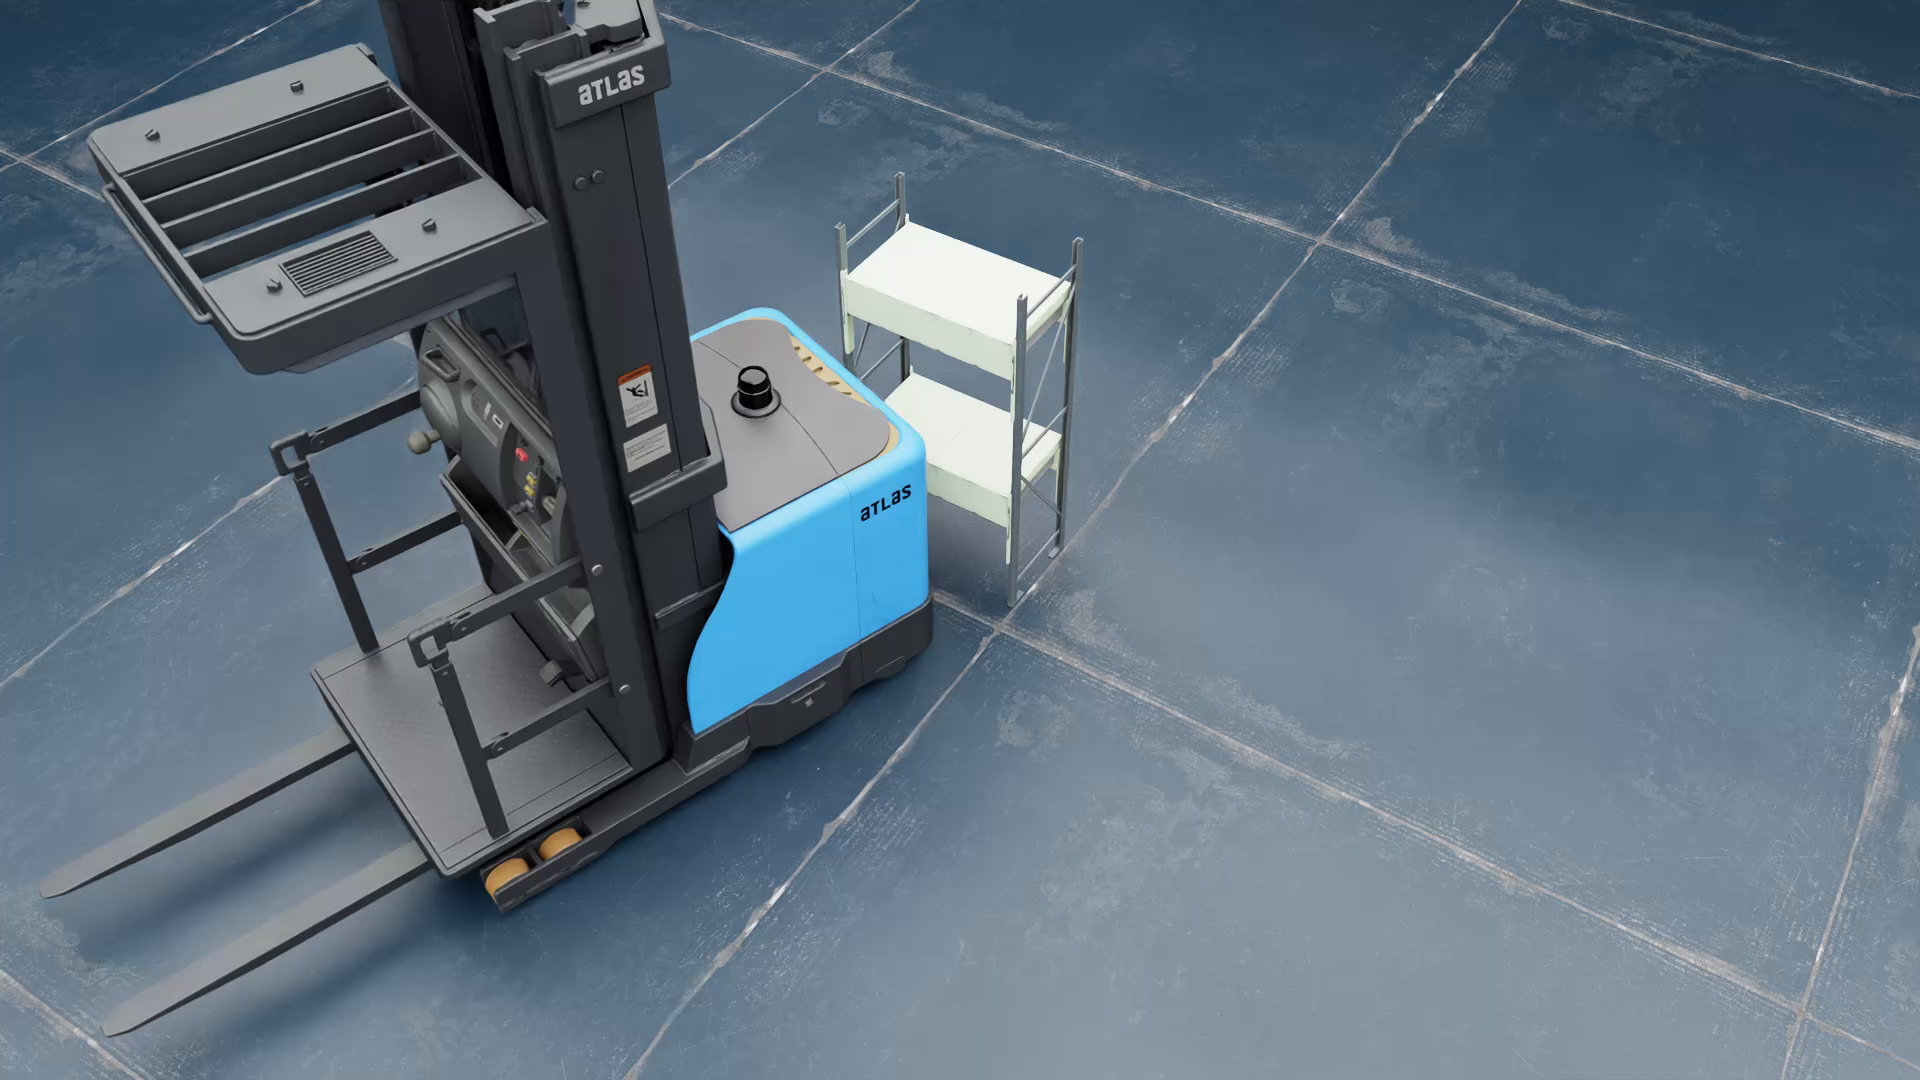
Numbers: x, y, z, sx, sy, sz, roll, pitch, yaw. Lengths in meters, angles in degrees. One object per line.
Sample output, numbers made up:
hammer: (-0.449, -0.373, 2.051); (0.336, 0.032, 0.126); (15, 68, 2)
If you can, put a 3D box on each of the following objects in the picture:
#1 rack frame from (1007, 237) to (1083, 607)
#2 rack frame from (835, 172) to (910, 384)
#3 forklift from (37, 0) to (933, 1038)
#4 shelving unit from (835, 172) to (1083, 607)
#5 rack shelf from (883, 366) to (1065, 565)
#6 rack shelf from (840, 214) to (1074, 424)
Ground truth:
rack frame: (0.302, -0.384, 6.077); (0.023, 1.500, 0.400); (25, 51, 22)
rack frame: (-0.314, -0.667, 6.352); (0.023, 1.500, 0.400); (25, 51, 22)
forklift: (-1.575, -0.230, 4.929); (3.031, 2.935, 1.130); (-29, 53, -25)
shelving unit: (-0.006, -0.525, 6.215); (0.755, 1.500, 0.431); (25, 51, 22)
rack shelf: (-0.006, -0.298, 6.448); (0.720, 0.370, 0.431); (25, 51, 22)
rack shelf: (-0.006, -0.797, 5.935); (0.720, 0.370, 0.431); (25, 51, 22)
